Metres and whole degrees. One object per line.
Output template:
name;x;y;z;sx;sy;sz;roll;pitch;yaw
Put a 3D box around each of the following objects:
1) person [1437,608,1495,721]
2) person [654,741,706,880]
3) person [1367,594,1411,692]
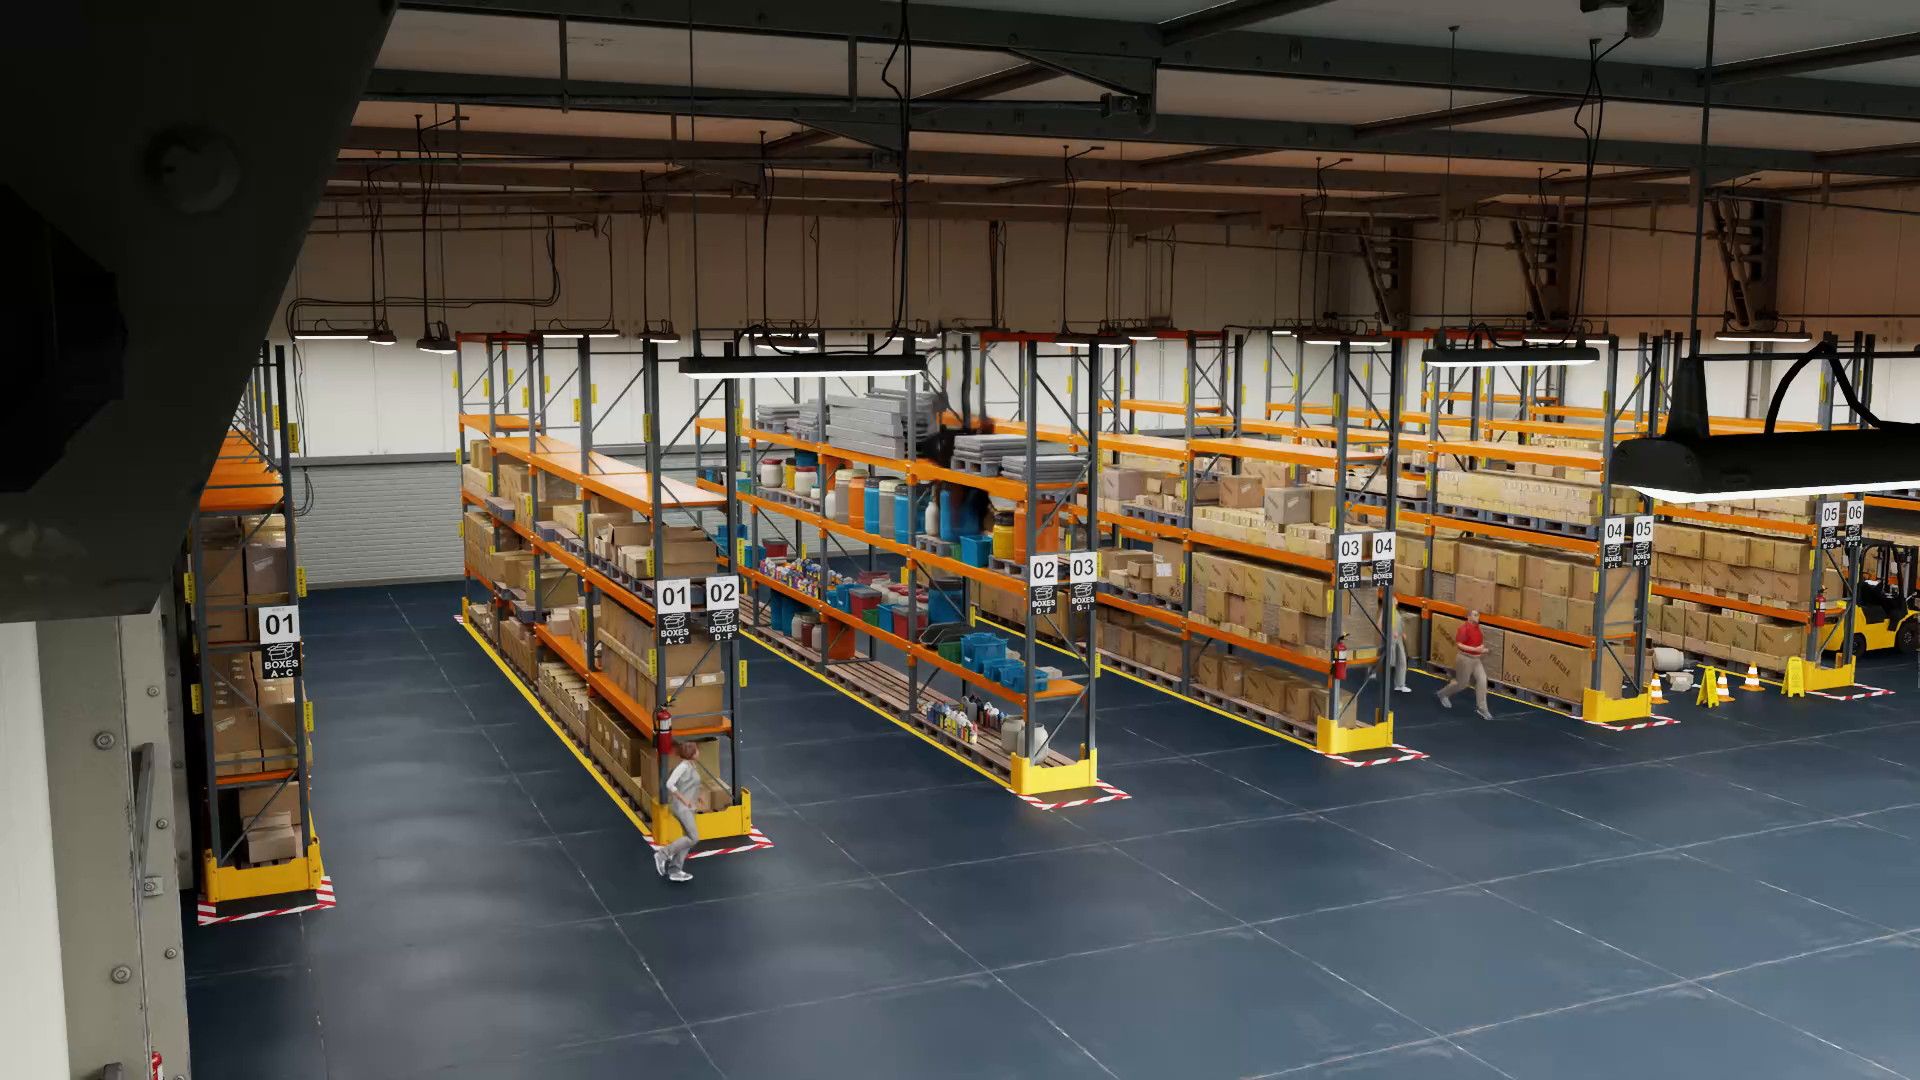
person;8.035;1.942;26.353;0.692;1.761;0.992;-7;11;-43
person;-3.161;3.050;18.857;0.543;1.513;0.618;0;8;2
person;7.334;1.726;28.236;0.583;1.635;0.894;-5;9;-35
